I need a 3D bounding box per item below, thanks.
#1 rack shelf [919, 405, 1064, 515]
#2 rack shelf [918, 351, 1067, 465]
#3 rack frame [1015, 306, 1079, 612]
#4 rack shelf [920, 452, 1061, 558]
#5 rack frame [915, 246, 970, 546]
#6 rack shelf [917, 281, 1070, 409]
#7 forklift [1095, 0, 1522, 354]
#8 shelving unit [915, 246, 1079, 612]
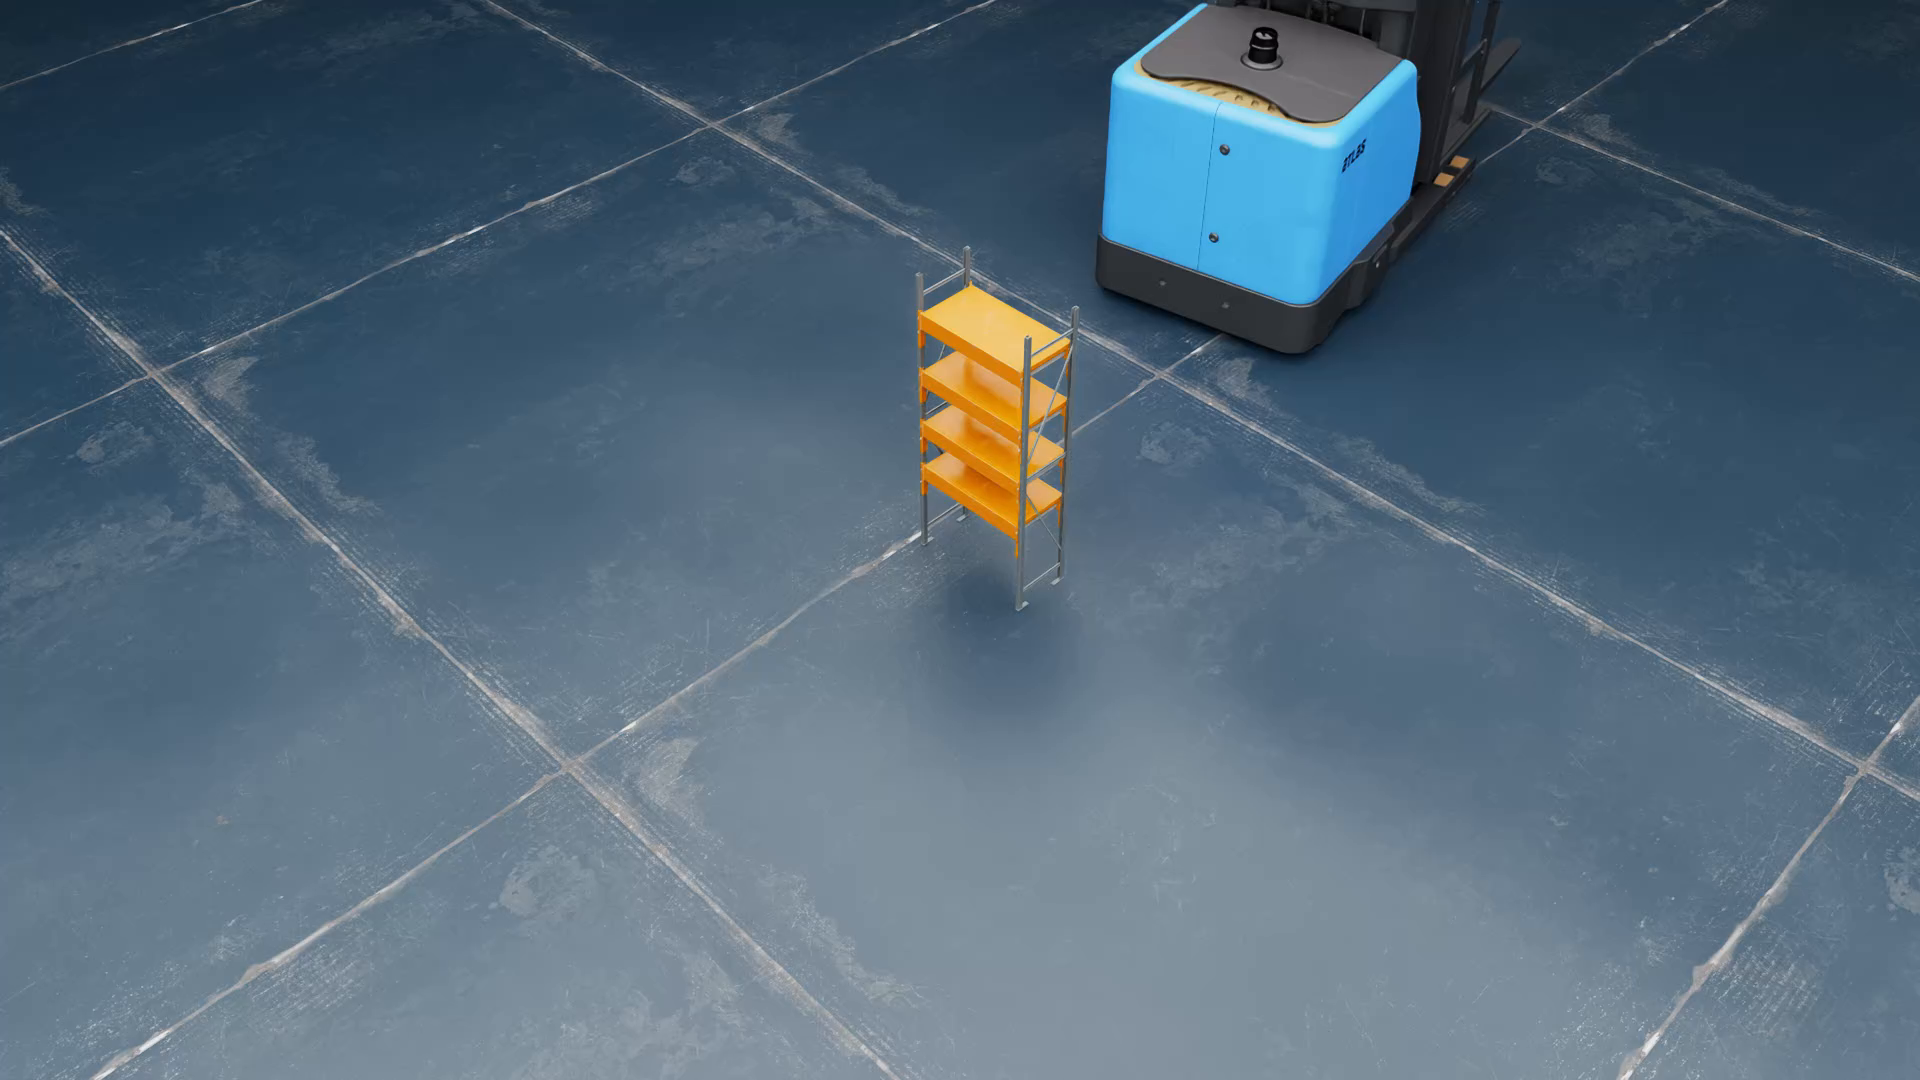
[{"bbox_3d":[0.117,-0.312,5.802,0.258,0.148,0.480,-34,53,-31],"label":"rack shelf"},{"bbox_3d":[0.117,-0.476,5.651,0.258,0.148,0.480,-34,53,-31],"label":"rack shelf"},{"bbox_3d":[0.289,-0.244,5.630,0.240,1.200,0.015,-34,53,-31],"label":"rack frame"},{"bbox_3d":[0.117,-0.166,5.937,0.258,0.148,0.480,-34,53,-31],"label":"rack shelf"},{"bbox_3d":[-0.055,-0.478,5.884,0.240,1.200,0.015,-34,53,-31],"label":"rack frame"},{"bbox_3d":[0.117,-0.650,5.490,0.258,0.148,0.480,-34,53,-31],"label":"rack shelf"},{"bbox_3d":[1.843,-2.829,7.151,1.130,2.935,3.031,25,48,24],"label":"forklift"},{"bbox_3d":[0.117,-0.361,5.757,0.258,1.200,0.503,-34,53,-31],"label":"shelving unit"}]
